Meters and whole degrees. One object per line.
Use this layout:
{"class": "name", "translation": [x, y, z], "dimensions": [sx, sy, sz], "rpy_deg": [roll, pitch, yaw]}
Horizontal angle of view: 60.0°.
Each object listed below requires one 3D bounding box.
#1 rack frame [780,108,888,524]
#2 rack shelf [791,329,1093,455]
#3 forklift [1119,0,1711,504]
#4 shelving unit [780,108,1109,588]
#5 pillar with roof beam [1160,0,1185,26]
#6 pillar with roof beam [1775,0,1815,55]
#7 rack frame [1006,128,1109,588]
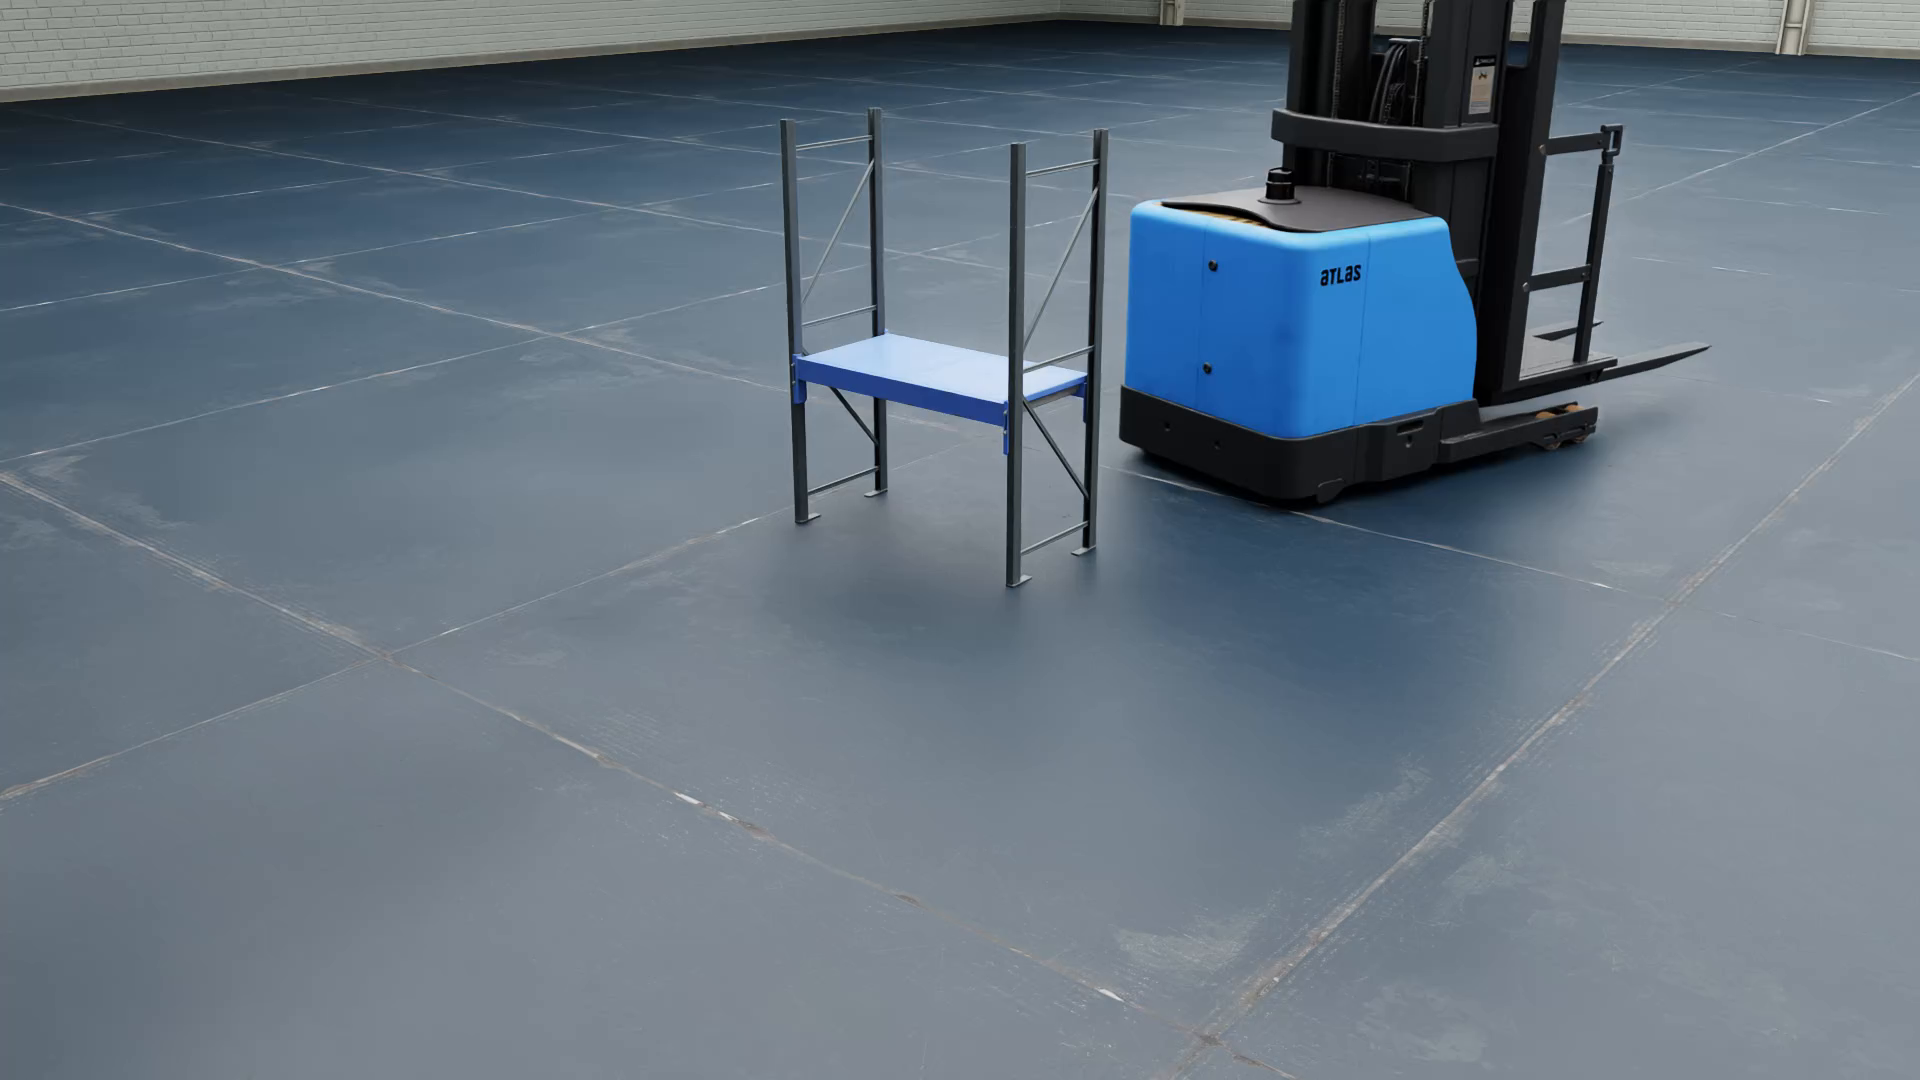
{"class": "rack frame", "translation": [-0.460, -0.834, 6.255], "dimensions": [0.032, 1.500, 0.500], "rpy_deg": [16, 26, 36]}
{"class": "rack shelf", "translation": [-0.066, -0.552, 6.017], "dimensions": [1.000, 0.185, 0.538], "rpy_deg": [16, 26, 36]}
{"class": "forklift", "translation": [2.187, -1.898, 7.047], "dimensions": [3.031, 2.935, 1.130], "rpy_deg": [-14, 25, -32]}
{"class": "shelving unit", "translation": [-0.066, -0.721, 5.954], "dimensions": [1.048, 1.500, 0.538], "rpy_deg": [16, 26, 36]}
{"class": "pillar with roof beam", "translation": [1.672, -13.721, 29.801], "dimensions": [0.400, 9.000, 9.100], "rpy_deg": [16, 26, 36]}
{"class": "pillar with roof beam", "translation": [10.969, -11.044, 22.701], "dimensions": [0.400, 9.000, 9.100], "rpy_deg": [16, 26, 36]}
{"class": "rack frame", "translation": [0.328, -0.607, 5.653], "dimensions": [0.032, 1.500, 0.500], "rpy_deg": [16, 26, 36]}
